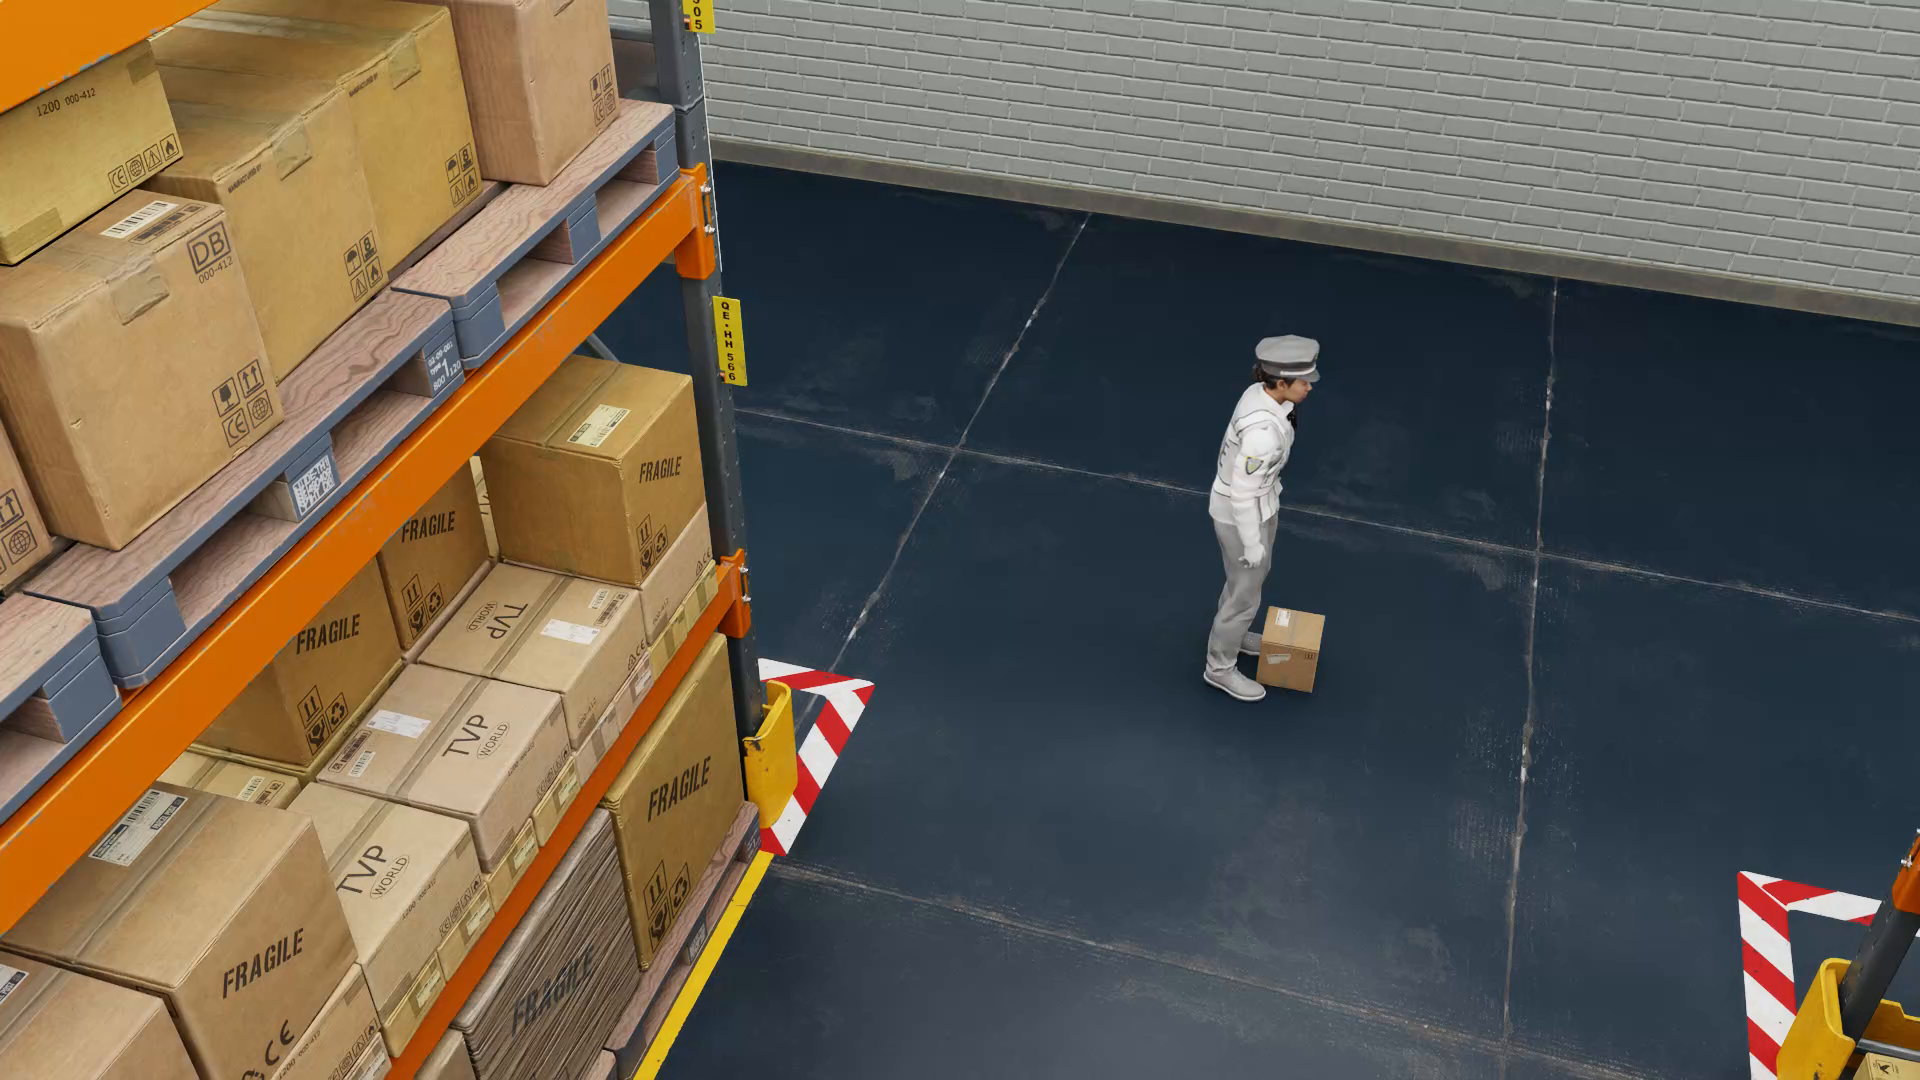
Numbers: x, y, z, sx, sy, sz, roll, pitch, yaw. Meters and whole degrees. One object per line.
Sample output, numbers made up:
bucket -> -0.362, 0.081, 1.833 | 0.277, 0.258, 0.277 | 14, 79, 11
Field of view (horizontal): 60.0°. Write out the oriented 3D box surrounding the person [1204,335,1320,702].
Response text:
person -> 1.241, -0.112, 7.033 | 0.371, 1.664, 0.529 | 11, 39, 14
